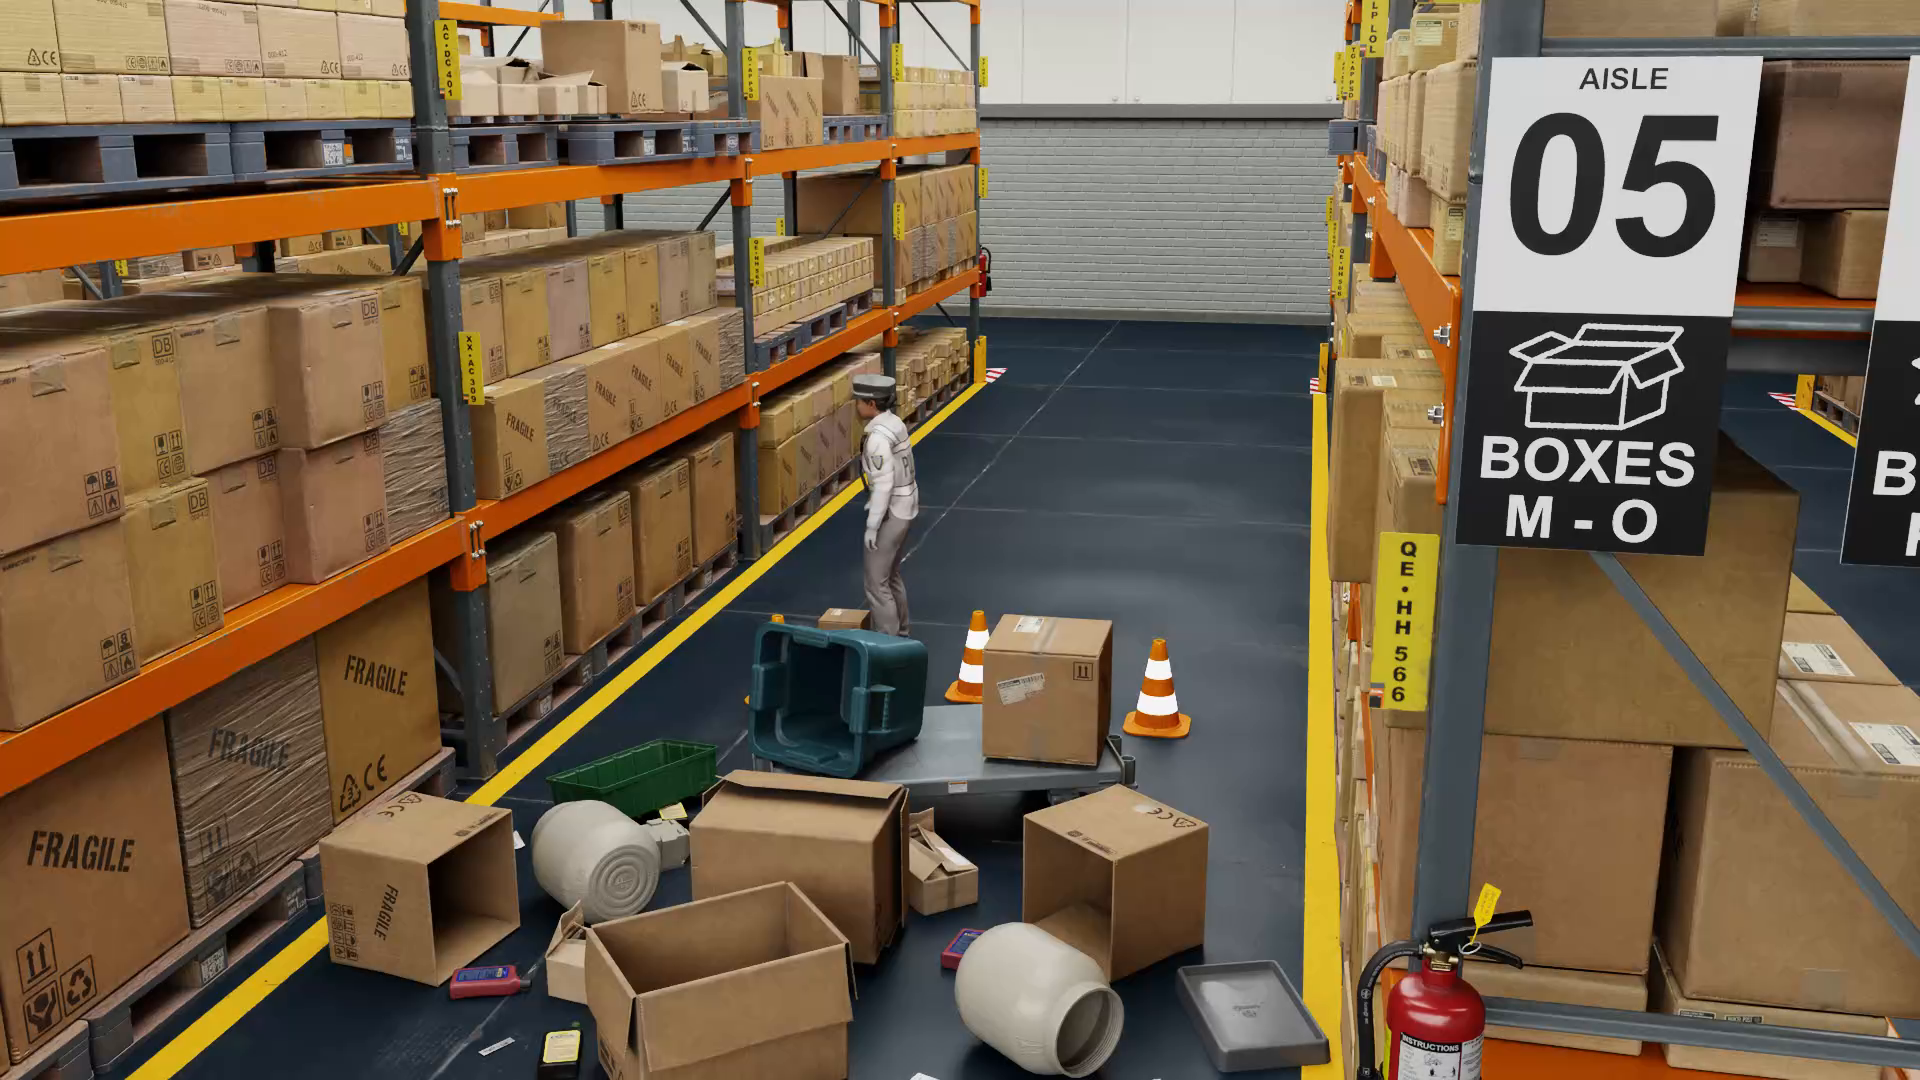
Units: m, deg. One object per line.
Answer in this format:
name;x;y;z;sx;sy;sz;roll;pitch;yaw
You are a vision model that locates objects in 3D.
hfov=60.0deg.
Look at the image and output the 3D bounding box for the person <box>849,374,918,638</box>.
person;-0.429;-0.117;9.448;0.372;1.663;0.531;2;15;9
